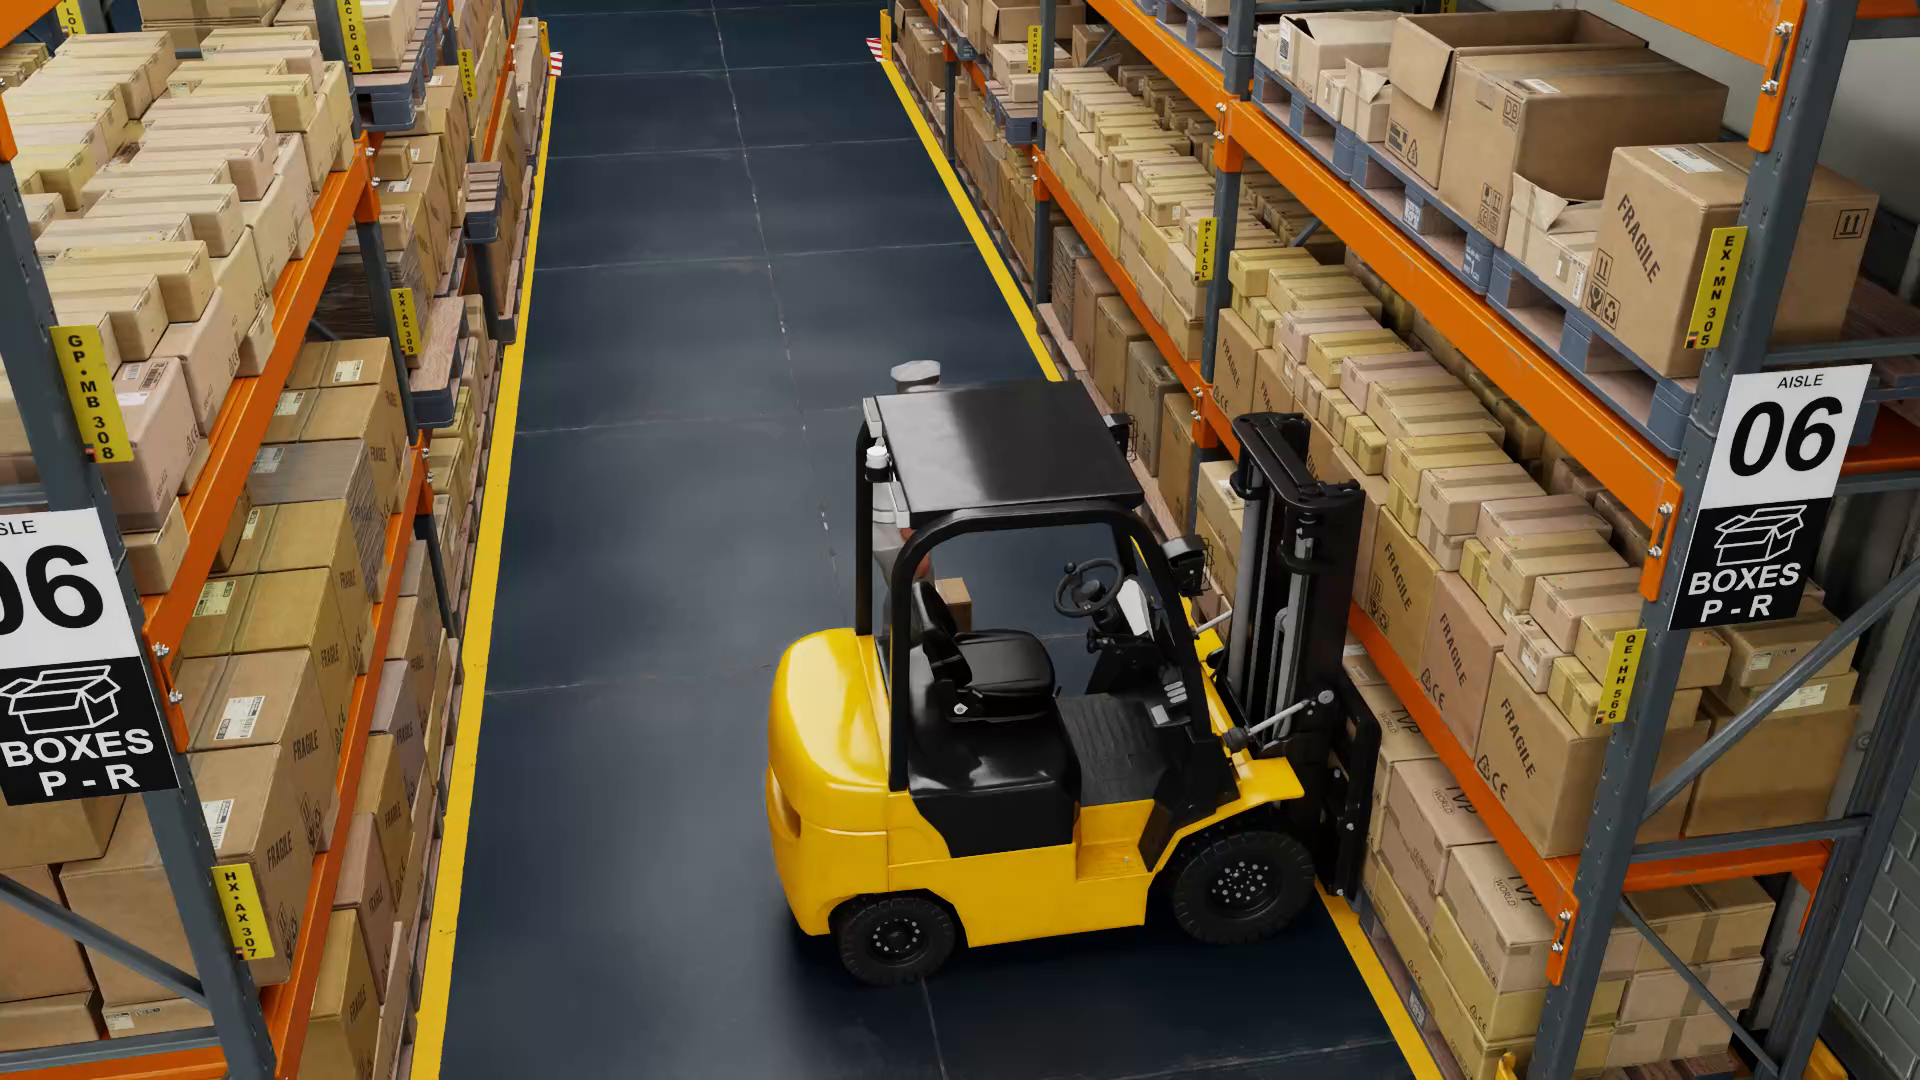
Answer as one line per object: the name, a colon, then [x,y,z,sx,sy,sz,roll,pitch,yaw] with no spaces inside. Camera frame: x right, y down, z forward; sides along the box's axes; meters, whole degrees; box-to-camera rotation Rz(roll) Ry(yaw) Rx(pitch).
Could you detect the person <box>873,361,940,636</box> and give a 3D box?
person: [-0.281,-0.049,8.214,0.439,1.747,0.585,-5,31,-9]
